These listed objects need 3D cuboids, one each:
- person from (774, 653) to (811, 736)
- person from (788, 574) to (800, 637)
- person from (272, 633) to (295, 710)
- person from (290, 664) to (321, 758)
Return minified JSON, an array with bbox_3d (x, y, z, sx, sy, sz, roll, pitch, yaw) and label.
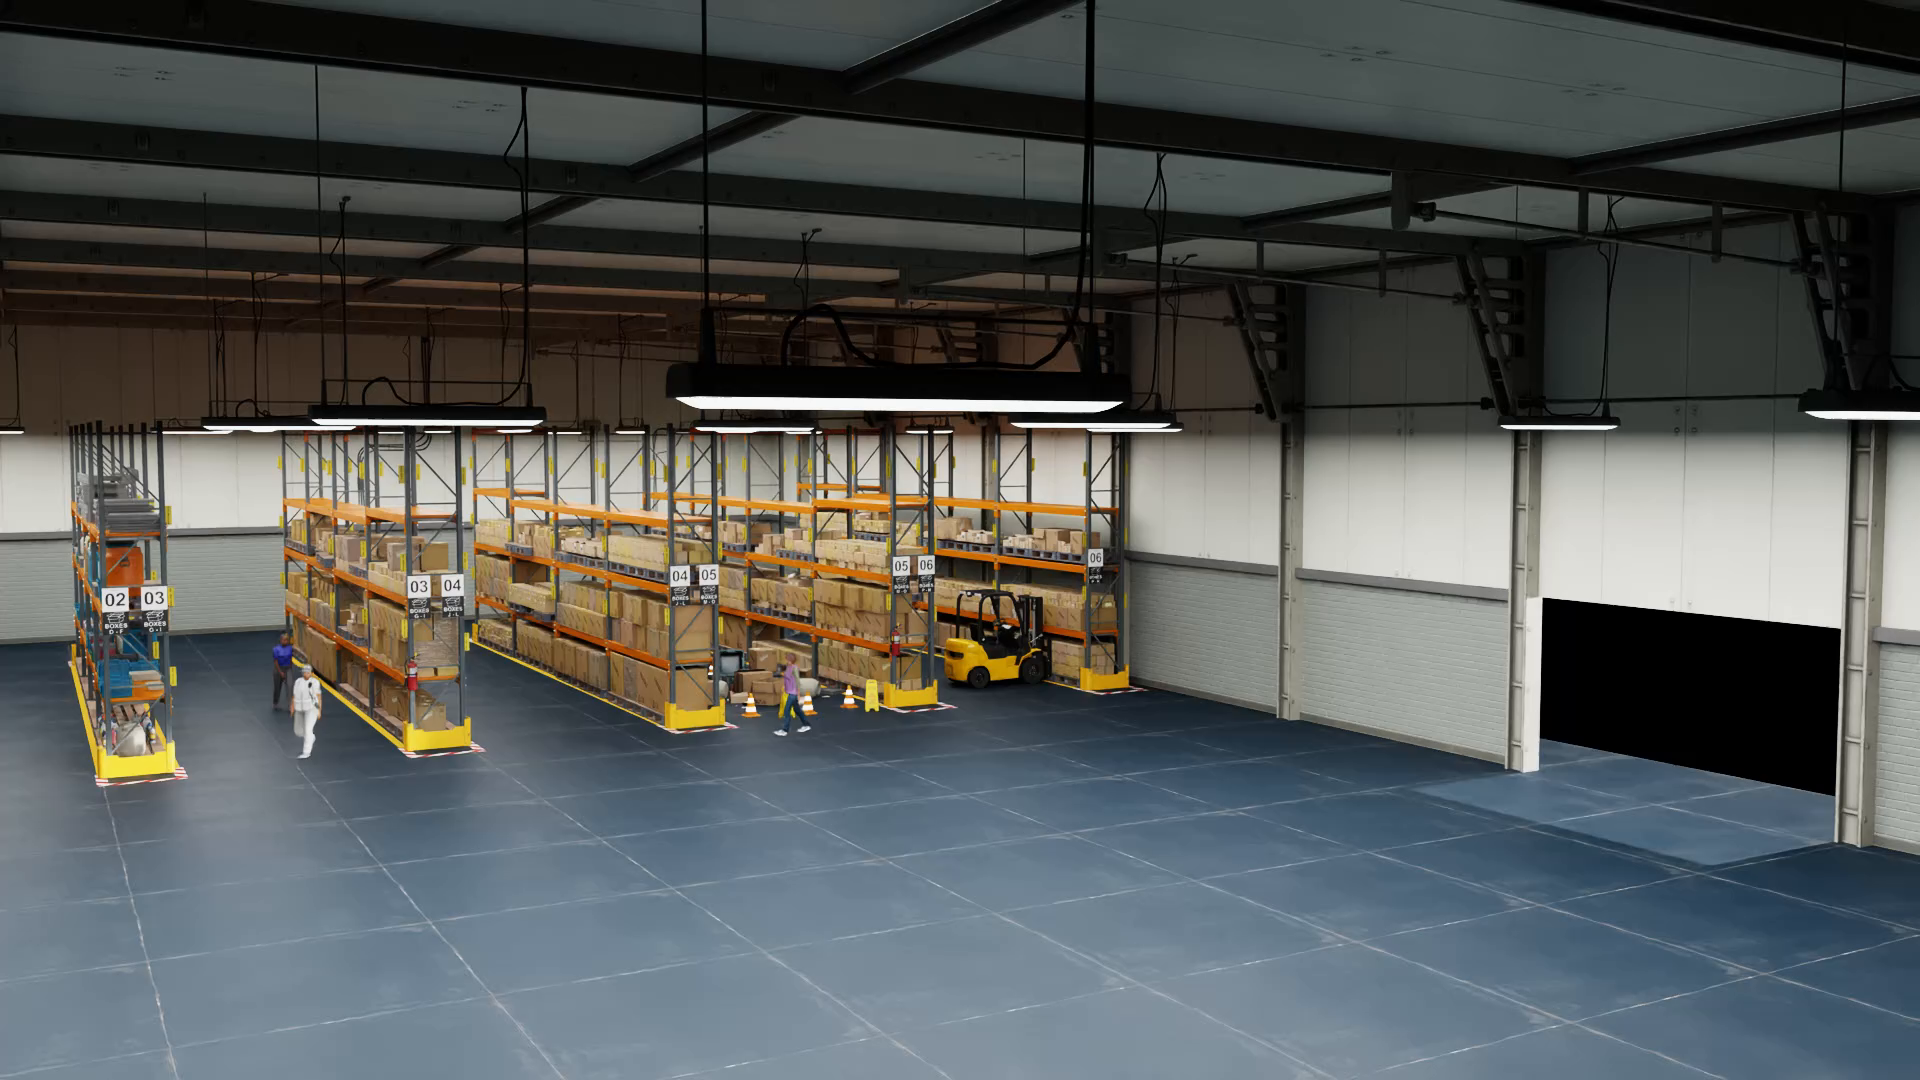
[{"bbox_3d":[-3.235,2.958,32.031,0.789,1.570,0.420,-1,4,-18],"label":"person"},{"bbox_3d":[-4.794,1.889,48.019,0.426,1.833,0.612,1,4,14],"label":"person"},{"bbox_3d":[-14.150,2.755,34.841,0.452,1.596,0.981,-3,5,-42],"label":"person"},{"bbox_3d":[-11.735,3.019,29.881,0.514,1.581,0.619,0,4,5],"label":"person"}]
